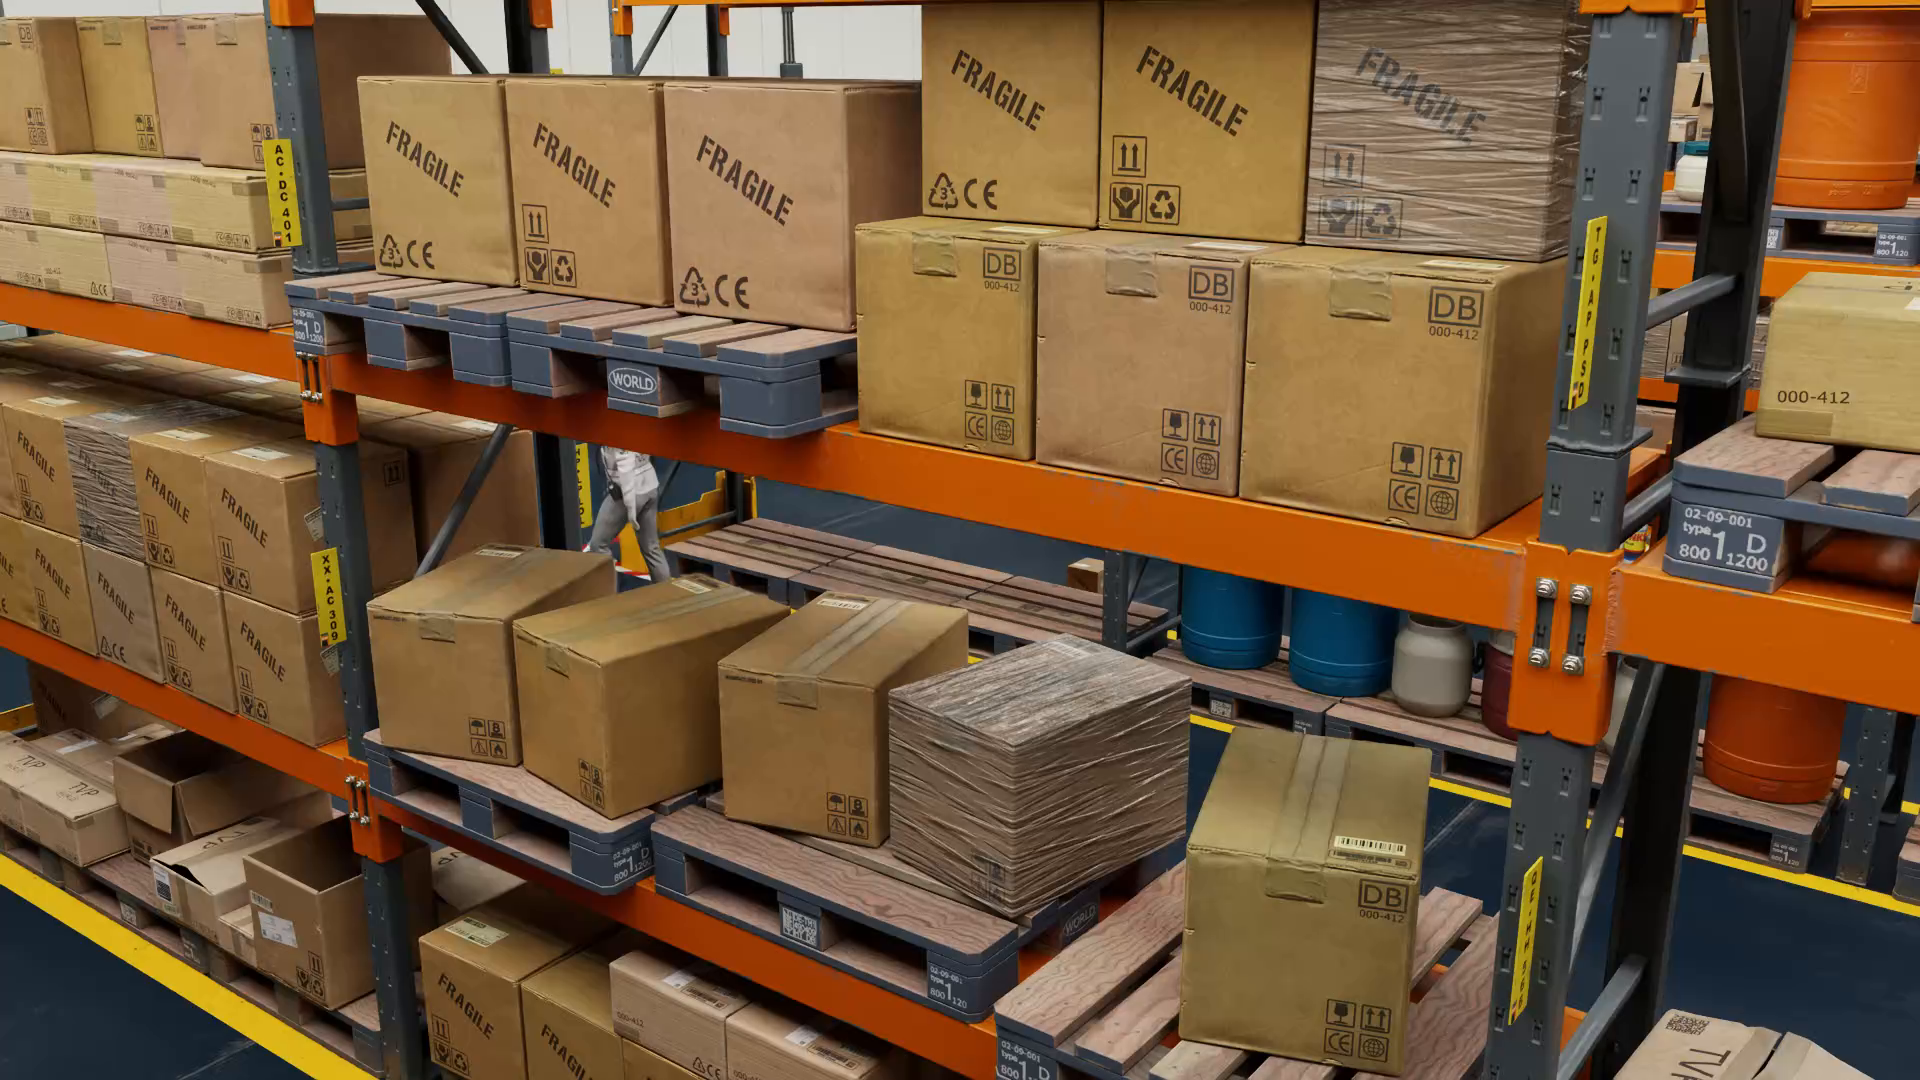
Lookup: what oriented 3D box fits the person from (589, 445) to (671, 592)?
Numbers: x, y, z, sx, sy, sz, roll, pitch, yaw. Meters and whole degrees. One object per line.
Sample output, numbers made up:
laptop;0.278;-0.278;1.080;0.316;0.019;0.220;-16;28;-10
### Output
person;-2.180;-0.265;10.910;0.602;1.736;0.496;6;18;18
